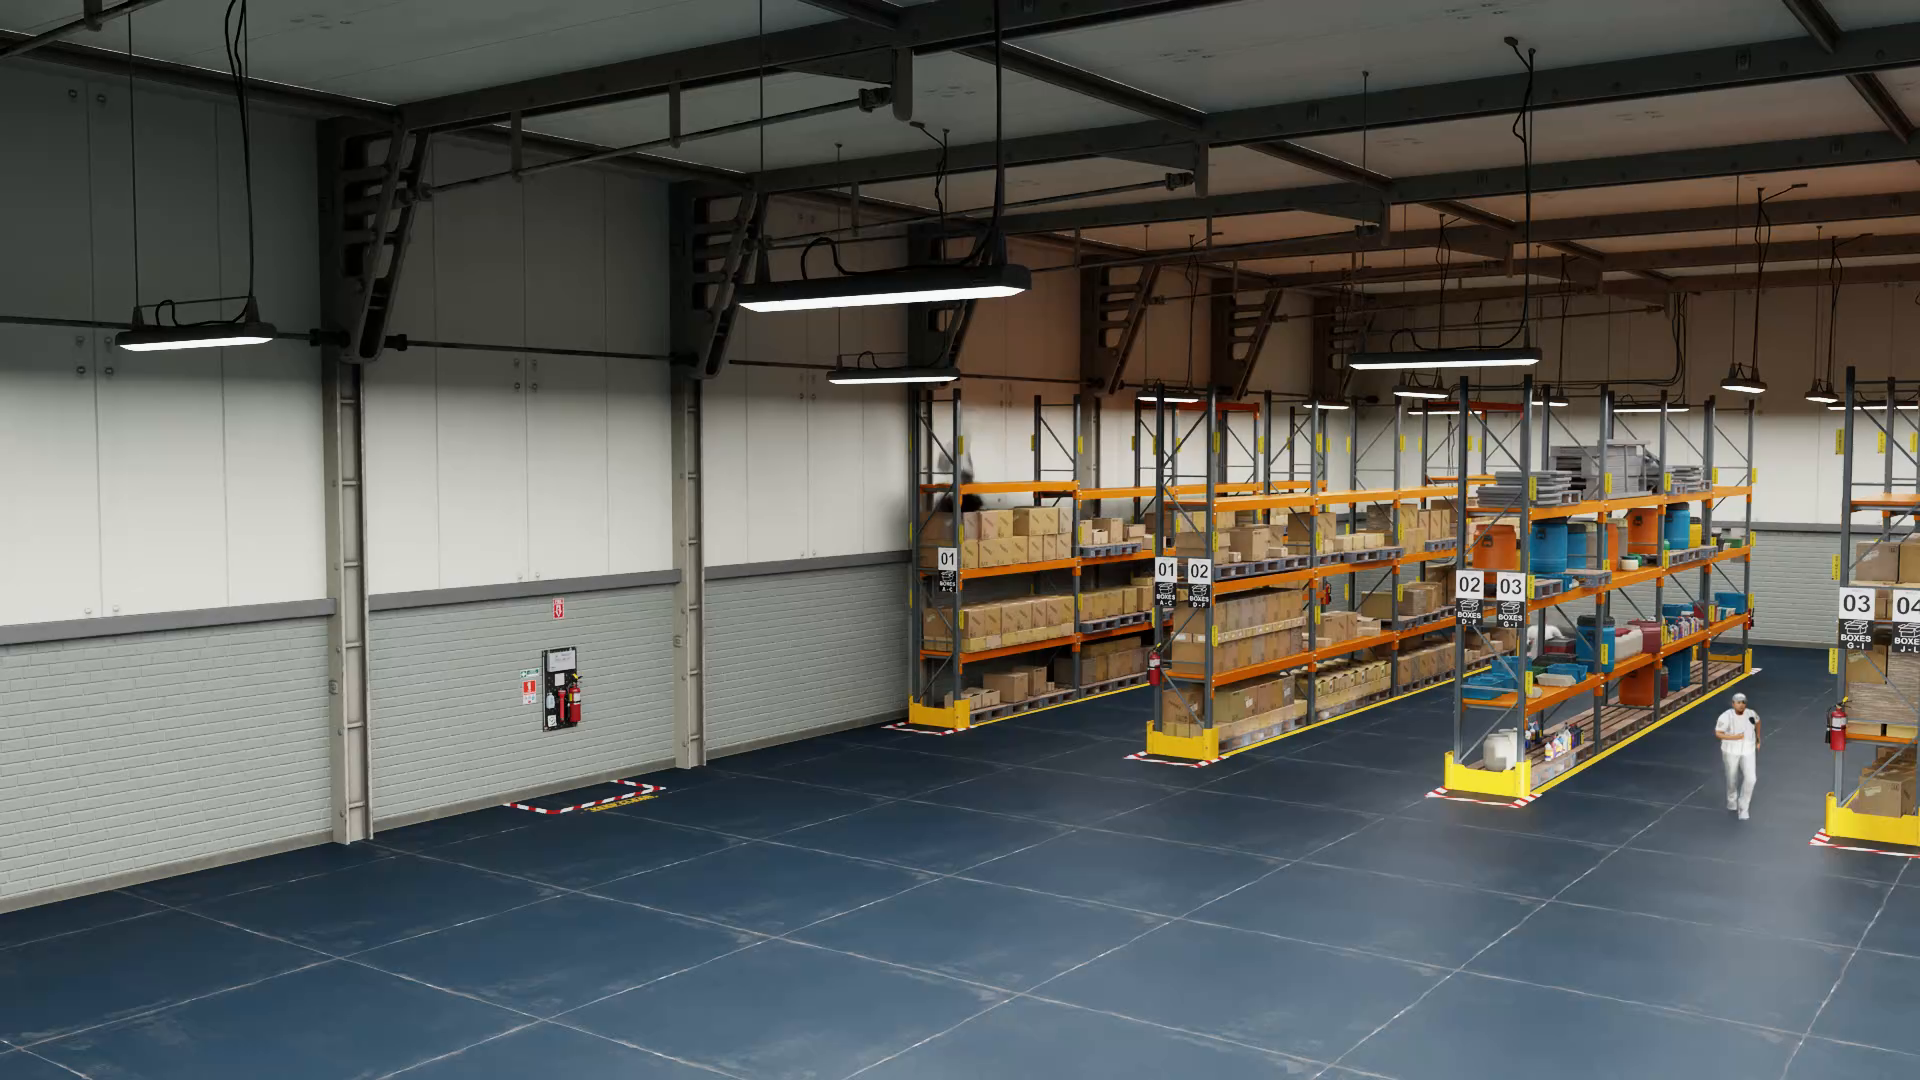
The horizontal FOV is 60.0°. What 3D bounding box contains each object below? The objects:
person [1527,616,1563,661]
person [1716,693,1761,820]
[{"bbox_3d":[11.065,2.326,31.682,0.708,1.708,1.009,2,4,35],"label":"person"},{"bbox_3d":[10.500,2.921,22.442,0.621,1.742,0.767,1,3,12],"label":"person"}]
